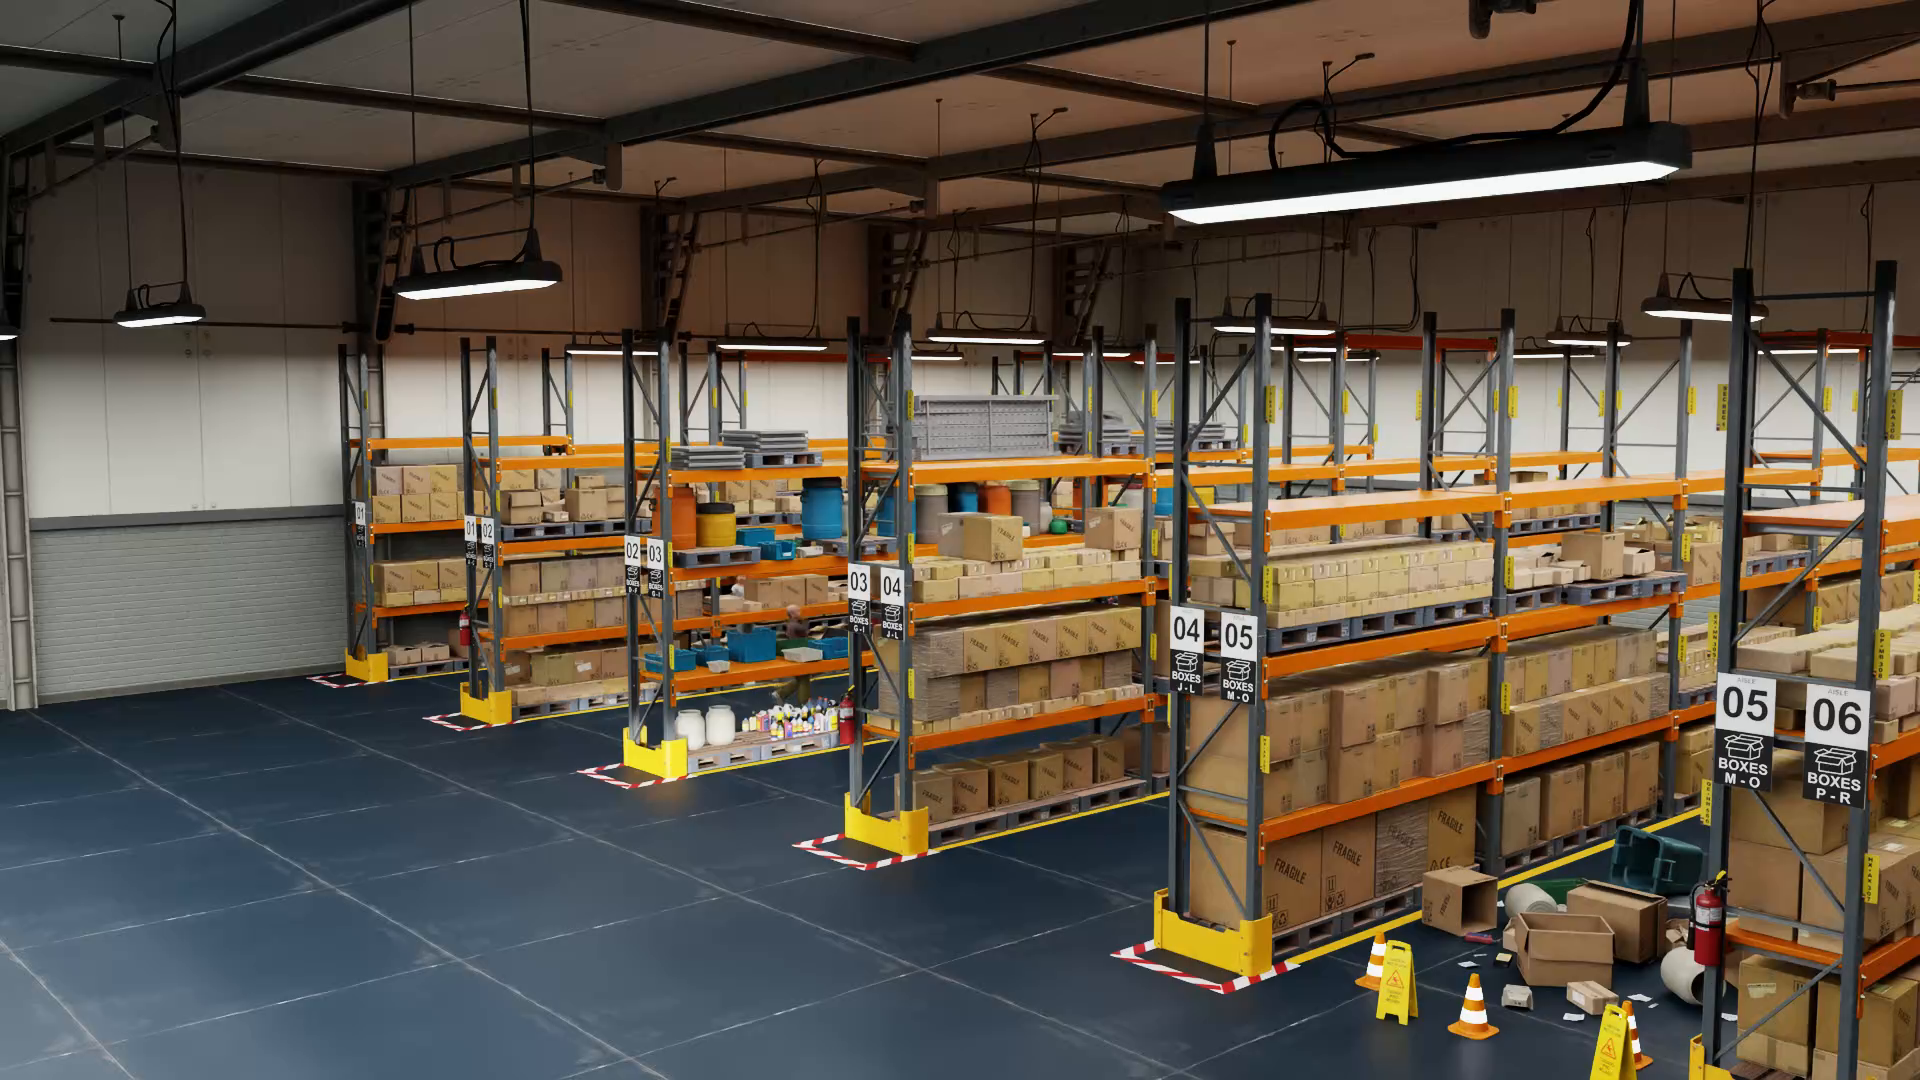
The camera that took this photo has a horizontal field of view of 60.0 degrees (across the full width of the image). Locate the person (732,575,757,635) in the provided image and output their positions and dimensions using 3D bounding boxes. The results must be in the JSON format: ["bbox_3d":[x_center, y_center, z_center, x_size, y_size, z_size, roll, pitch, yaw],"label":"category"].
[{"bbox_3d":[-4.220,1.424,32.419,0.400,1.674,0.491,3,6,34],"label":"person"}]

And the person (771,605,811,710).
[{"bbox_3d":[-2.584,1.887,26.161,0.777,1.756,0.585,-1,5,-8],"label":"person"}]
